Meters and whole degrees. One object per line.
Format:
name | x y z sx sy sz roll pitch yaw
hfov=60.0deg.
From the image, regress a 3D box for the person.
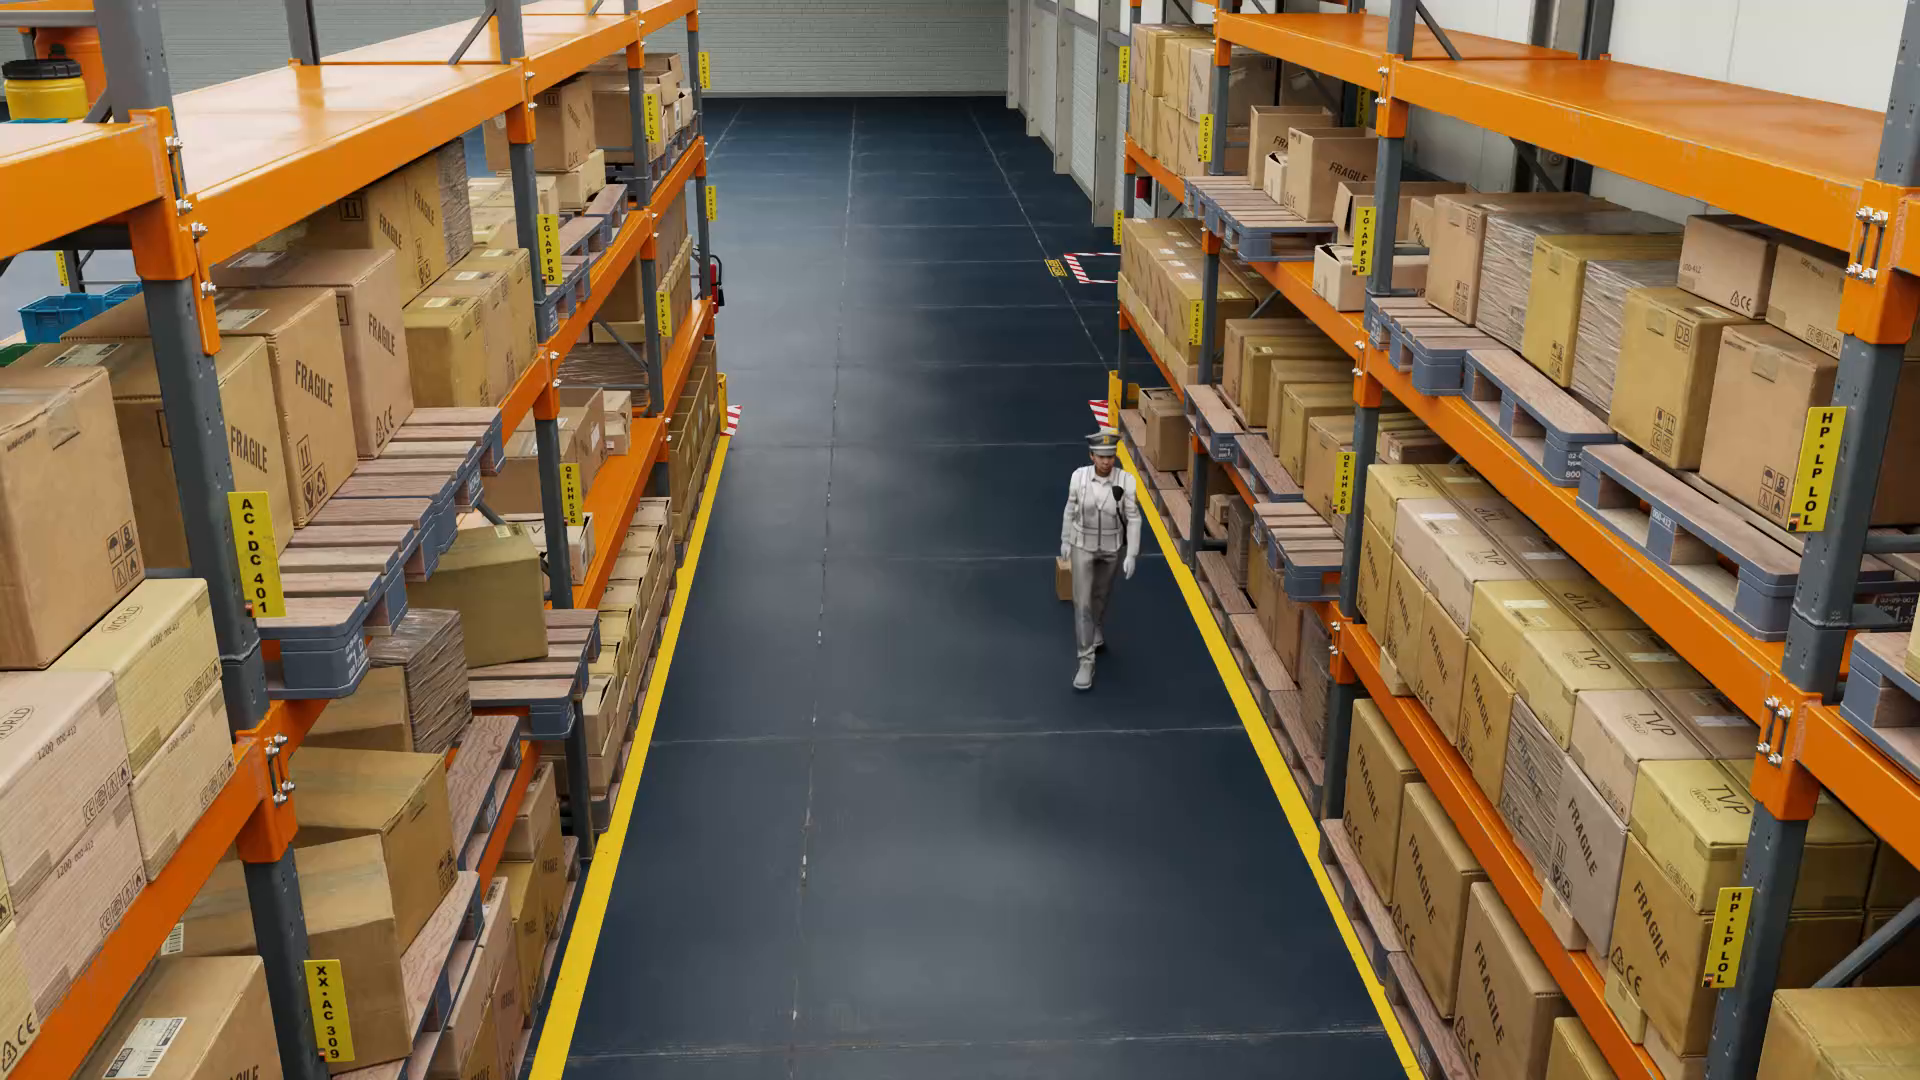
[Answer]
person | 0.929 0.053 10.880 0.509 1.619 0.948 0 21 -1
